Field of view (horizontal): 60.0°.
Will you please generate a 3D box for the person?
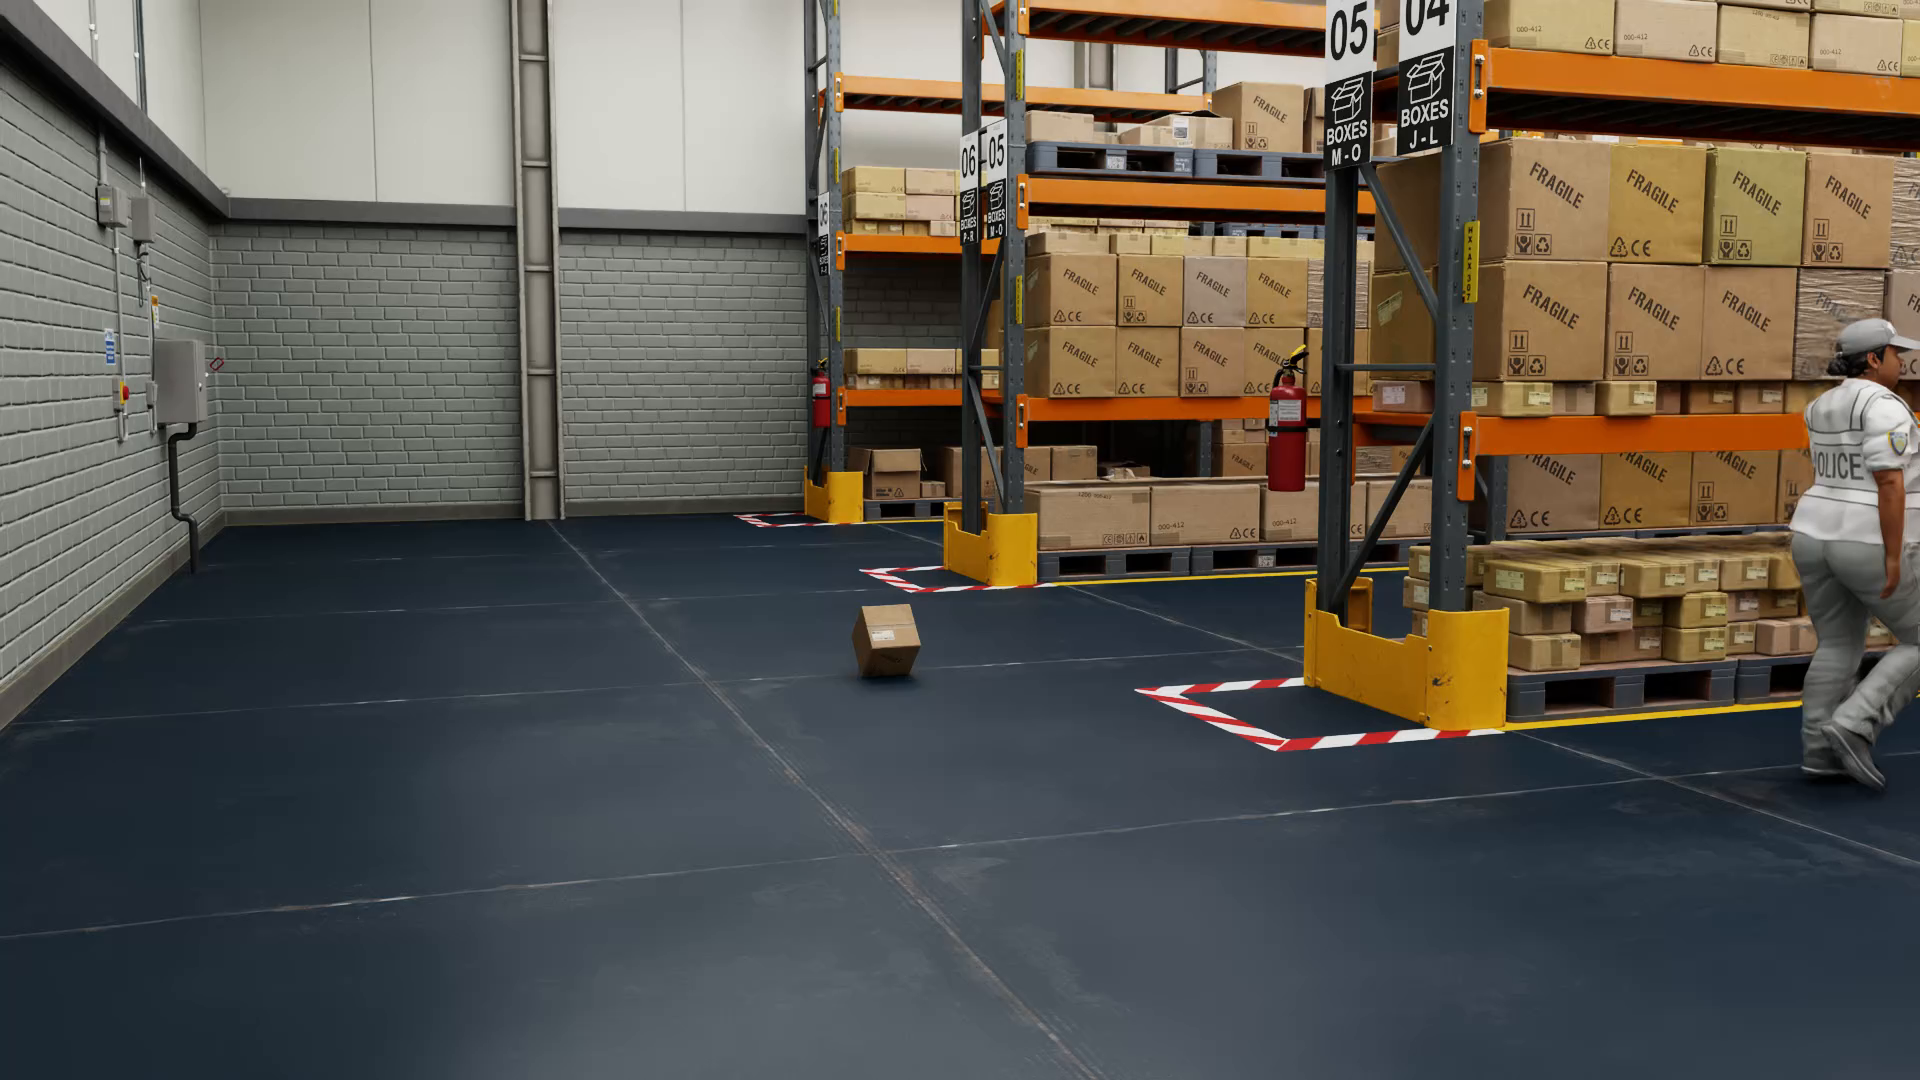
[{"bbox_3d":[3.224,0.043,5.944,0.433,1.660,0.489,-1,6,-11],"label":"person"}]
